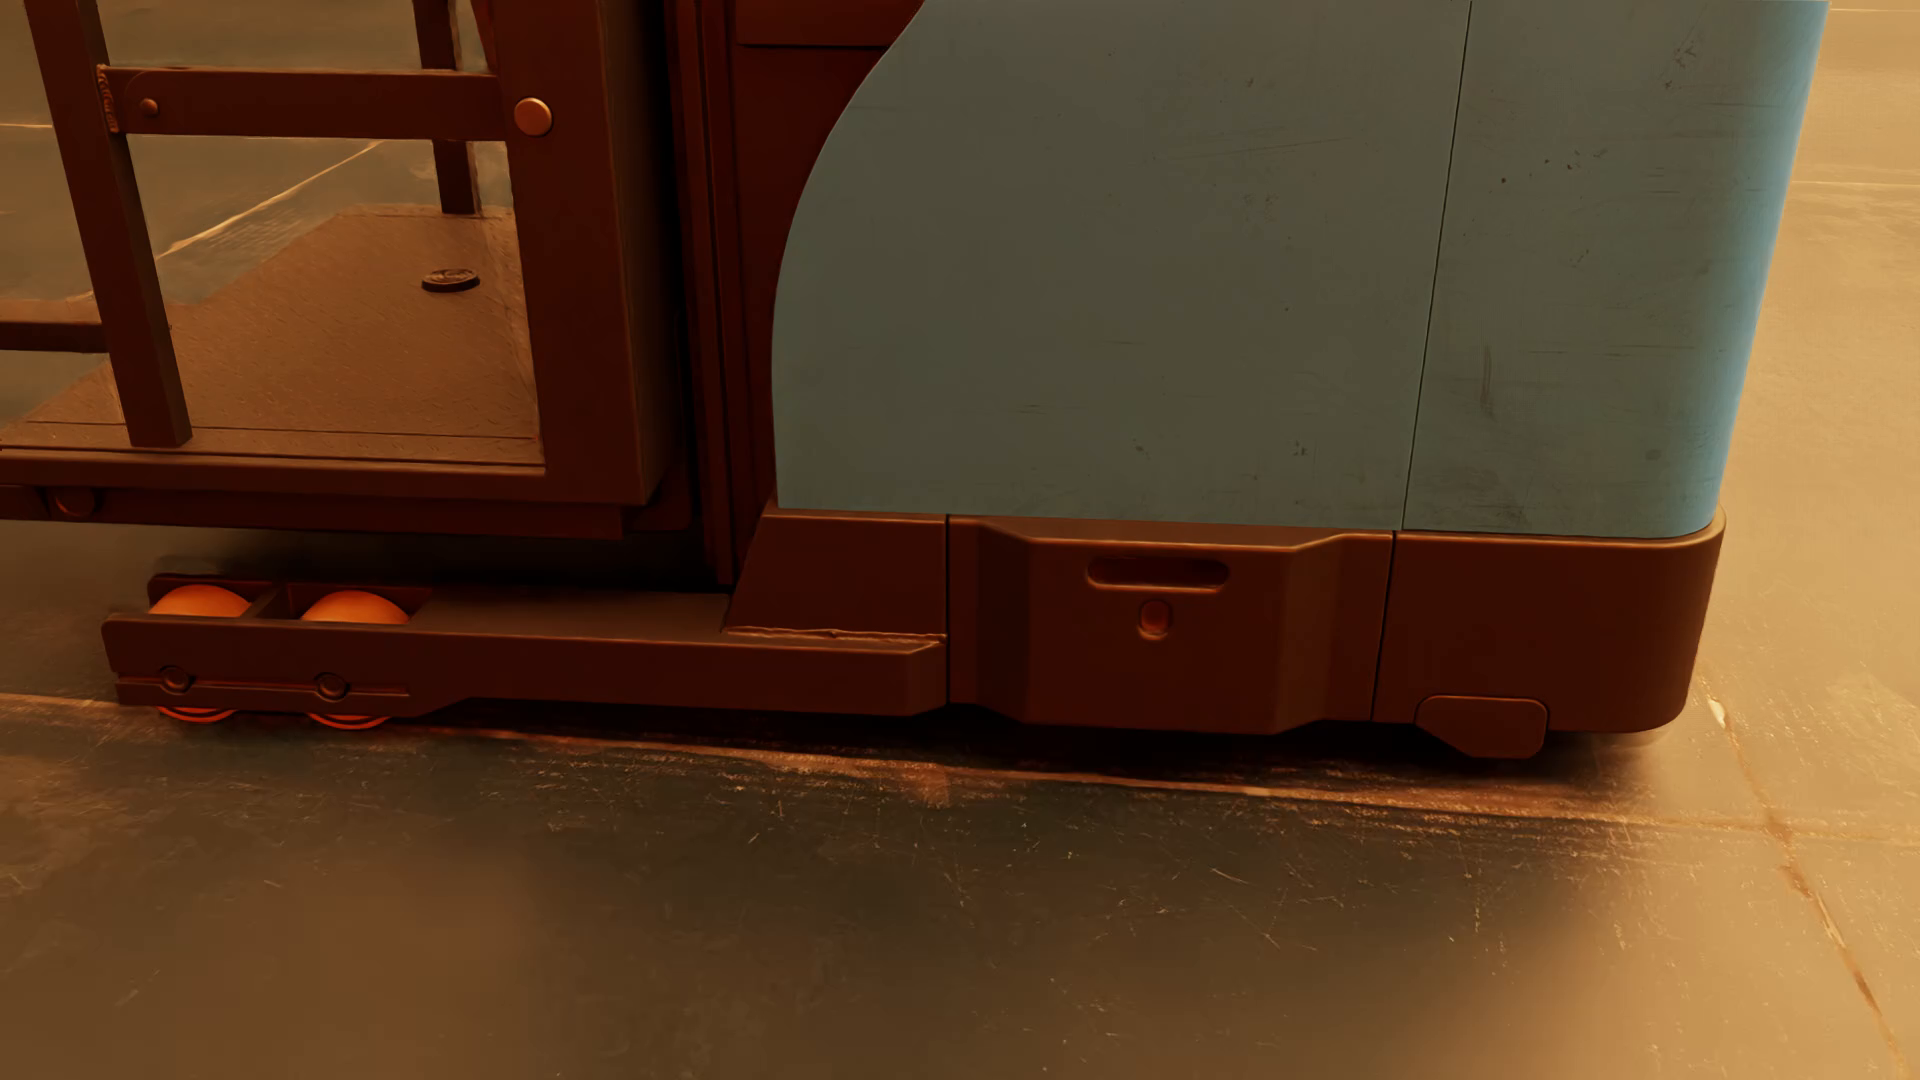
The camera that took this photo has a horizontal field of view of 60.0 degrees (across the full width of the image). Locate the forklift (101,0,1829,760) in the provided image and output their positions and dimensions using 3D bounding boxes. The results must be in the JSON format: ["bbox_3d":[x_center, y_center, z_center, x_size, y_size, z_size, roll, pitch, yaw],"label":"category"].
[{"bbox_3d":[-0.615,-1.312,1.847,3.031,2.935,1.130,2,27,4],"label":"forklift"}]
